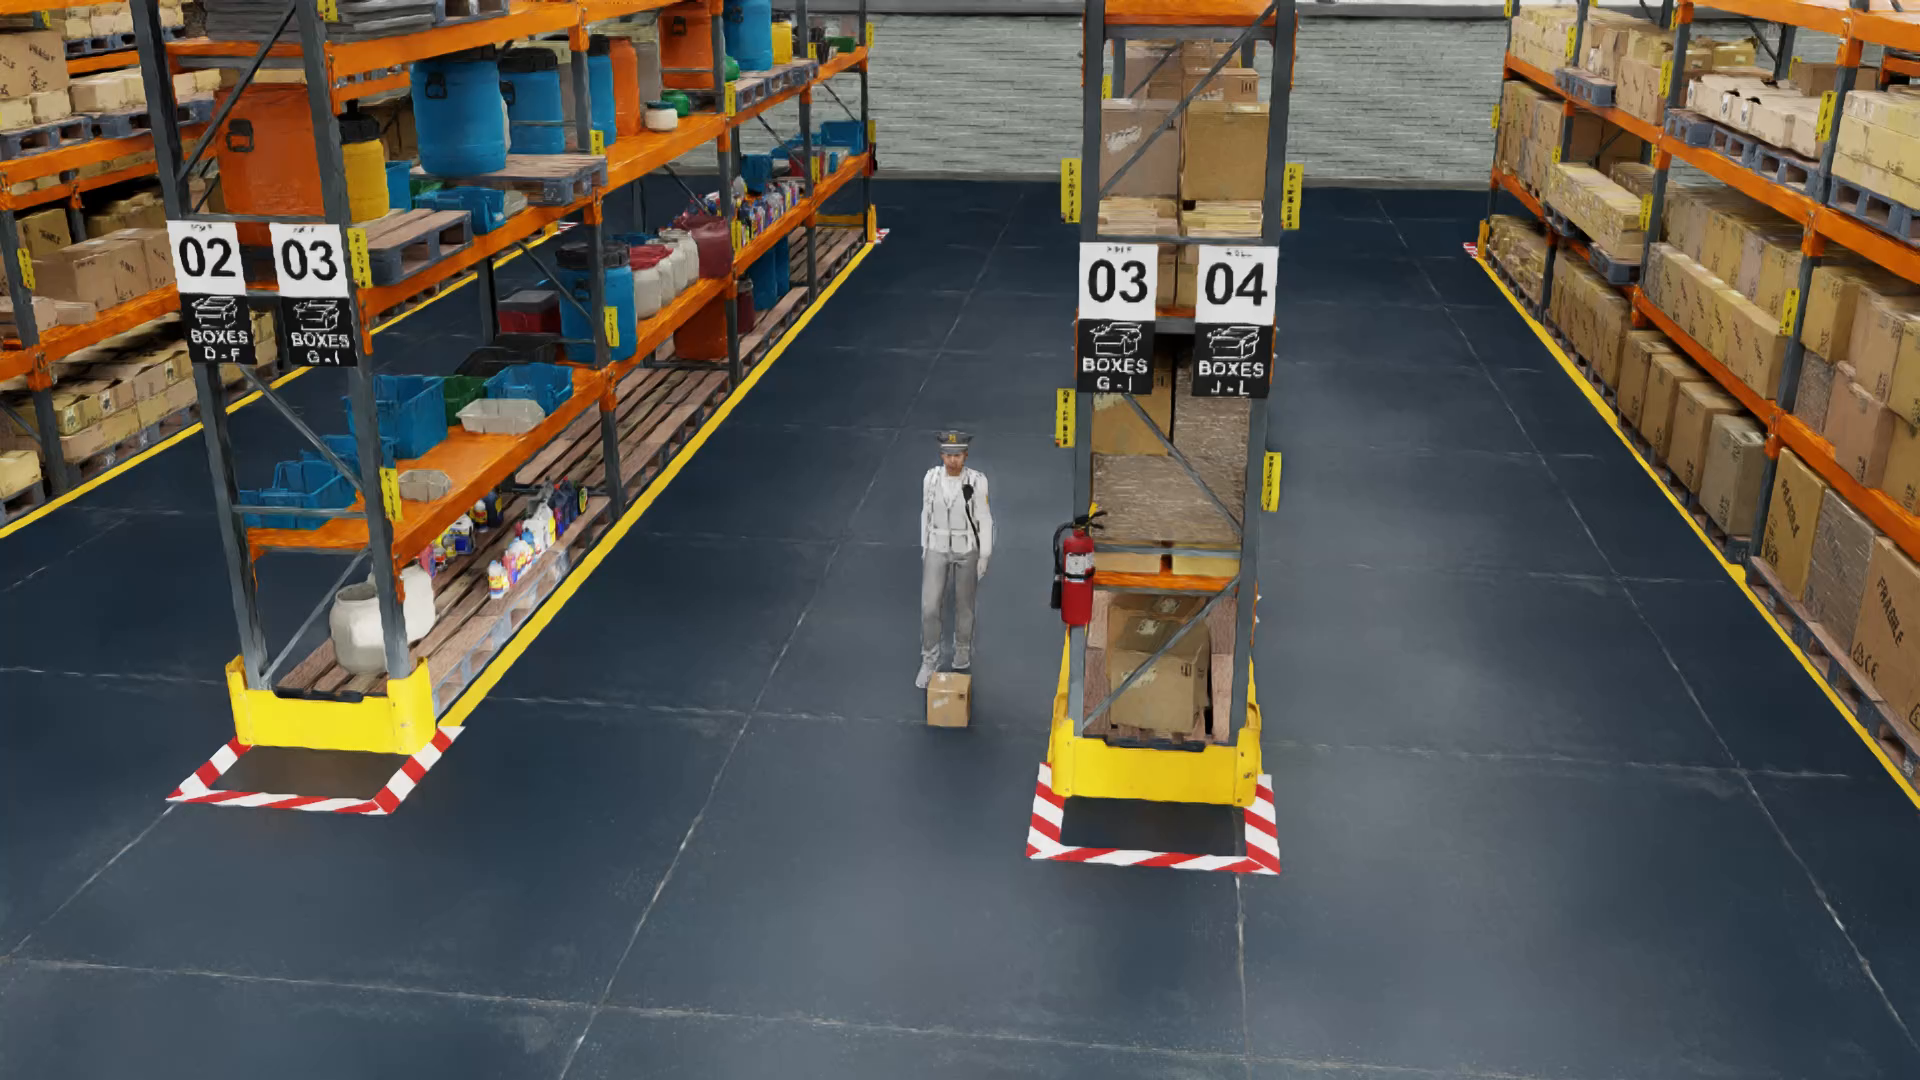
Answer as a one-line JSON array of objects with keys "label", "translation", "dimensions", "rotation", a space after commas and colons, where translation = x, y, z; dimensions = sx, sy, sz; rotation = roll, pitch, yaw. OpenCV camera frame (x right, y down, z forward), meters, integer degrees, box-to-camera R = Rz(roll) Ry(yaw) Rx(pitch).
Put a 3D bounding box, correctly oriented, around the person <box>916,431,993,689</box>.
[{"label": "person", "translation": [-0.034, 0.092, 10.788], "dimensions": [0.478, 1.682, 0.577], "rotation": [2, 21, 6]}]
